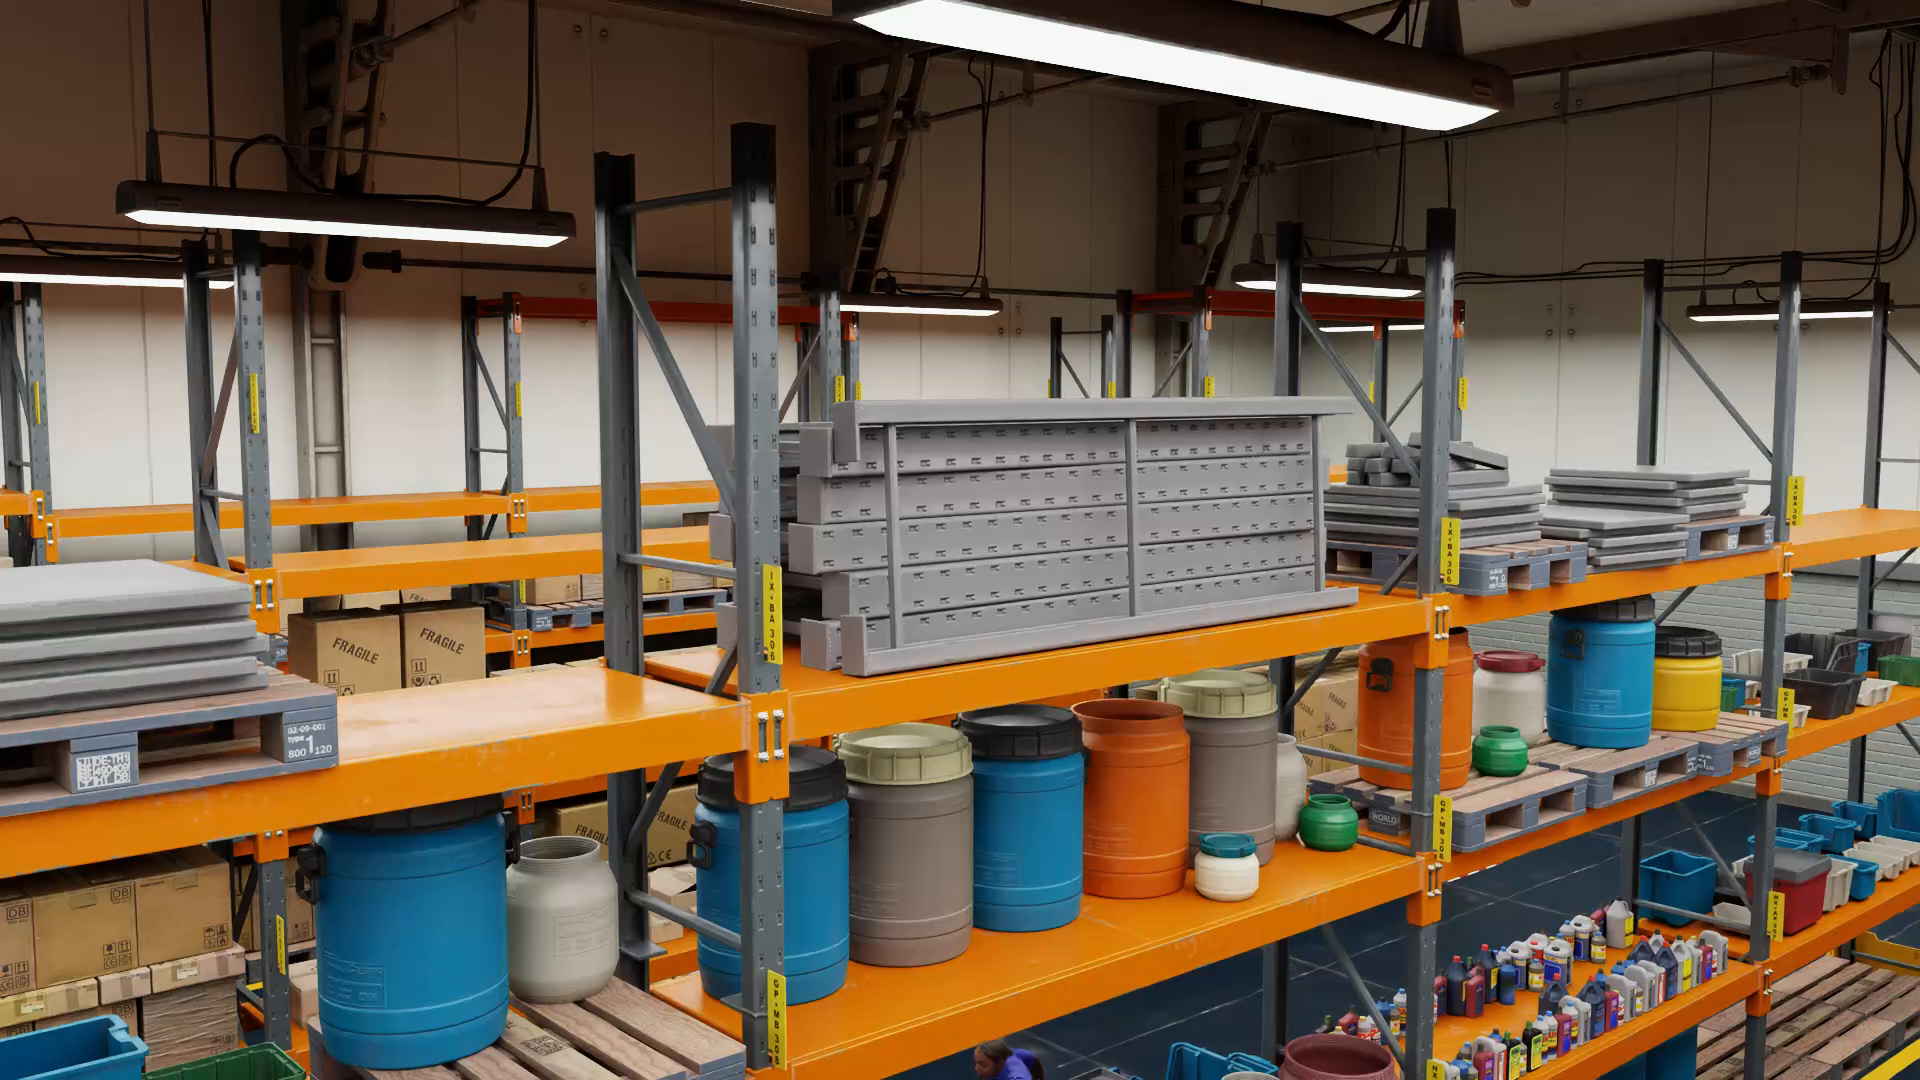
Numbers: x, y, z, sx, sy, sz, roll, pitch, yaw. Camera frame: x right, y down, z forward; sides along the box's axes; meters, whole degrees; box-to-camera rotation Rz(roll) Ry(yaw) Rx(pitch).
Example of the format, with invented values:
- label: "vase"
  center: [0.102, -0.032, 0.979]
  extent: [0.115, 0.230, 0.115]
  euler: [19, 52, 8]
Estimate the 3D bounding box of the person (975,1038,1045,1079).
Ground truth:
- label: "person"
  center: [0.476, 3.505, 9.596]
  extent: [1.068, 1.479, 0.582]
  euler: [-2, 6, -25]
